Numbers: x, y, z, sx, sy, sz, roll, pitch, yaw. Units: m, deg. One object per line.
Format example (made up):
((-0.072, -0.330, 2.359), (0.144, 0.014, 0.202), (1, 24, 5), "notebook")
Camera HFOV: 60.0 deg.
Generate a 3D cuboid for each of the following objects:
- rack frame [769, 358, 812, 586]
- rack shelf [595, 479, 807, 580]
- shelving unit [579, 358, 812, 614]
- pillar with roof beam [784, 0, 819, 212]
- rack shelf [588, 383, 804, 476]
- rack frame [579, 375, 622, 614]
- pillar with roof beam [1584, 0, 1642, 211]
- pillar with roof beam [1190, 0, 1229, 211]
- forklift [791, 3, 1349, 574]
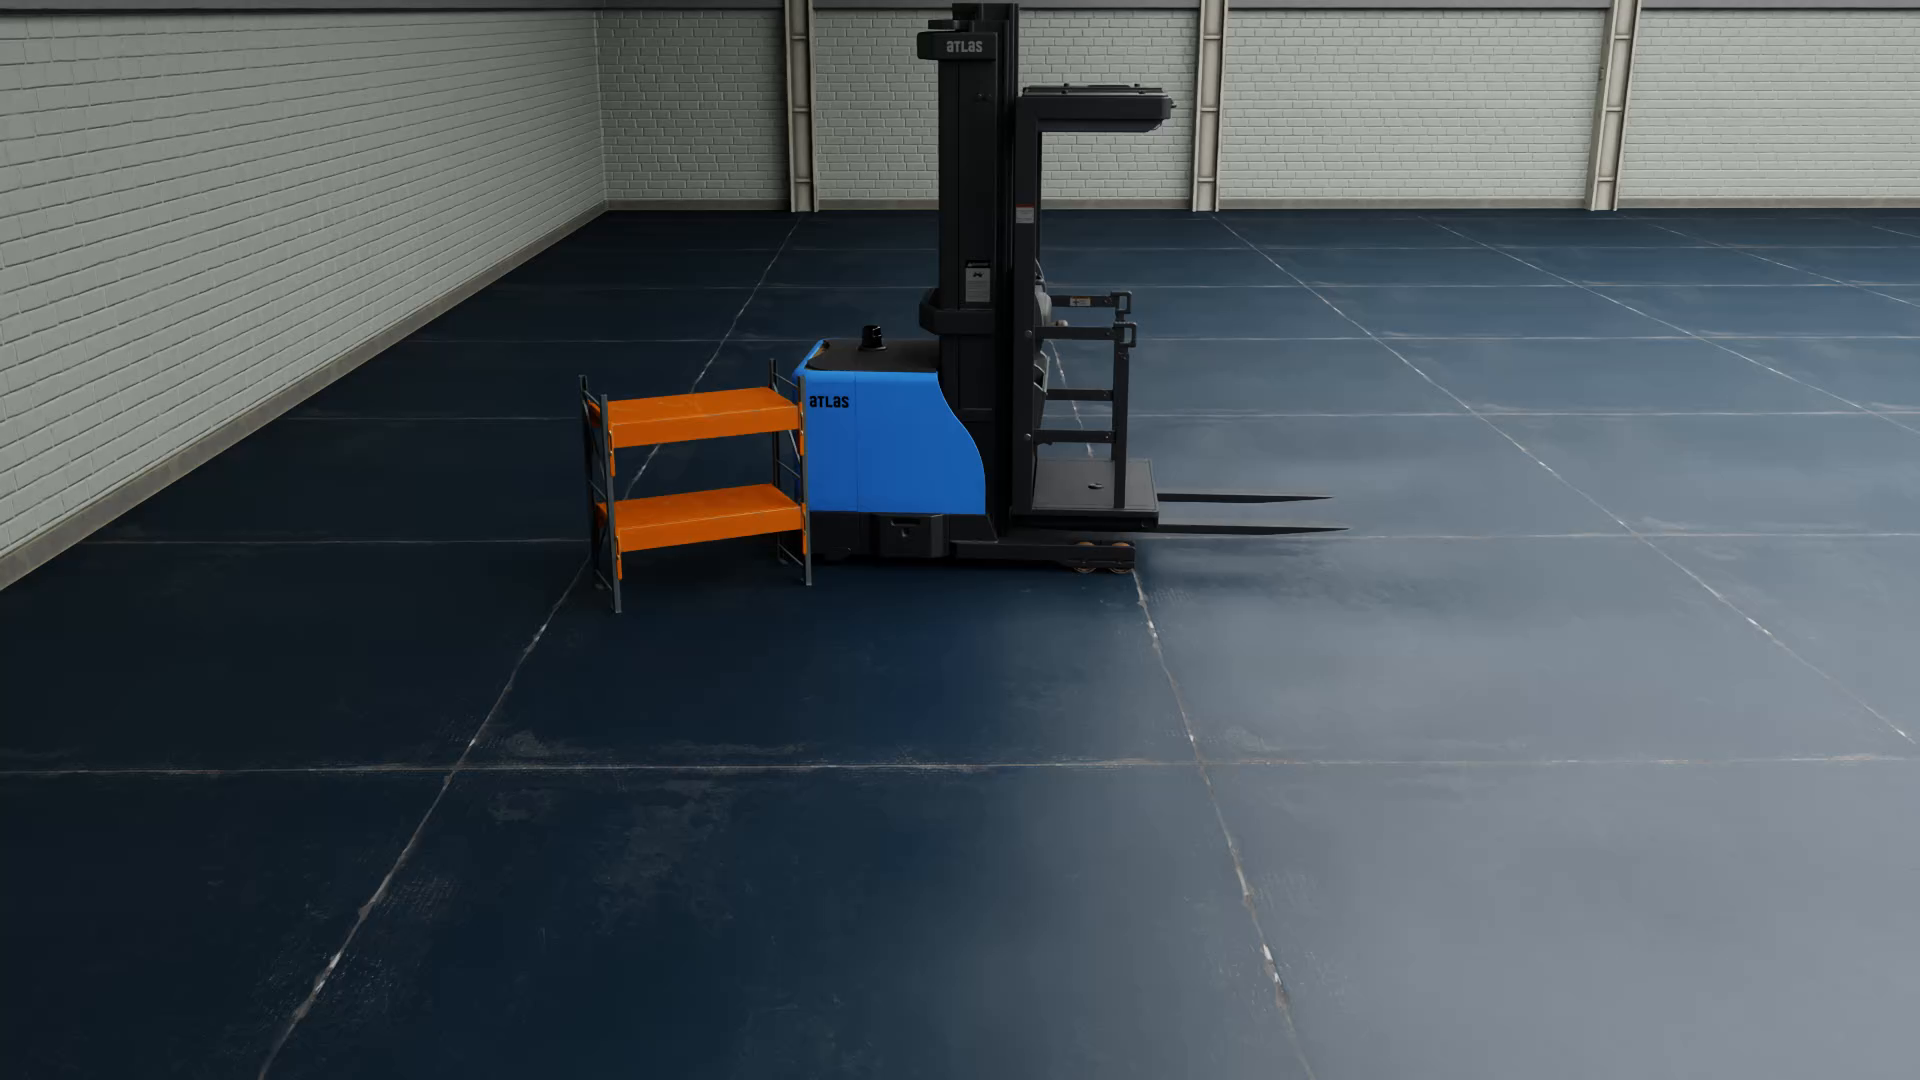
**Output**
((-0.903, -0.365, 8.843), (0.032, 1.125, 0.500), (-8, 19, -23), "rack frame")
((-1.366, -0.067, 8.717), (1.000, 0.278, 0.538), (-8, 19, -23), "rack shelf")
((-1.366, -0.300, 8.642), (1.048, 1.125, 0.538), (-8, 19, -23), "shelving unit")
((-2.259, -7.910, 19.473), (0.400, 9.000, 9.100), (0, 18, -1), "pillar with roof beam")
((-1.366, -0.579, 8.552), (1.000, 0.278, 0.538), (-8, 19, -23), "rack shelf")
((-1.828, -0.236, 8.441), (0.032, 1.125, 0.500), (-8, 19, -23), "rack frame")
((9.739, -7.968, 19.654), (0.400, 9.000, 9.100), (0, 18, -1), "pillar with roof beam")
((3.740, -7.939, 19.563), (0.400, 9.000, 9.100), (0, 18, -1), "pillar with roof beam")
((0.624, -1.382, 9.057), (3.031, 2.935, 1.130), (1, 18, 4), "forklift")
